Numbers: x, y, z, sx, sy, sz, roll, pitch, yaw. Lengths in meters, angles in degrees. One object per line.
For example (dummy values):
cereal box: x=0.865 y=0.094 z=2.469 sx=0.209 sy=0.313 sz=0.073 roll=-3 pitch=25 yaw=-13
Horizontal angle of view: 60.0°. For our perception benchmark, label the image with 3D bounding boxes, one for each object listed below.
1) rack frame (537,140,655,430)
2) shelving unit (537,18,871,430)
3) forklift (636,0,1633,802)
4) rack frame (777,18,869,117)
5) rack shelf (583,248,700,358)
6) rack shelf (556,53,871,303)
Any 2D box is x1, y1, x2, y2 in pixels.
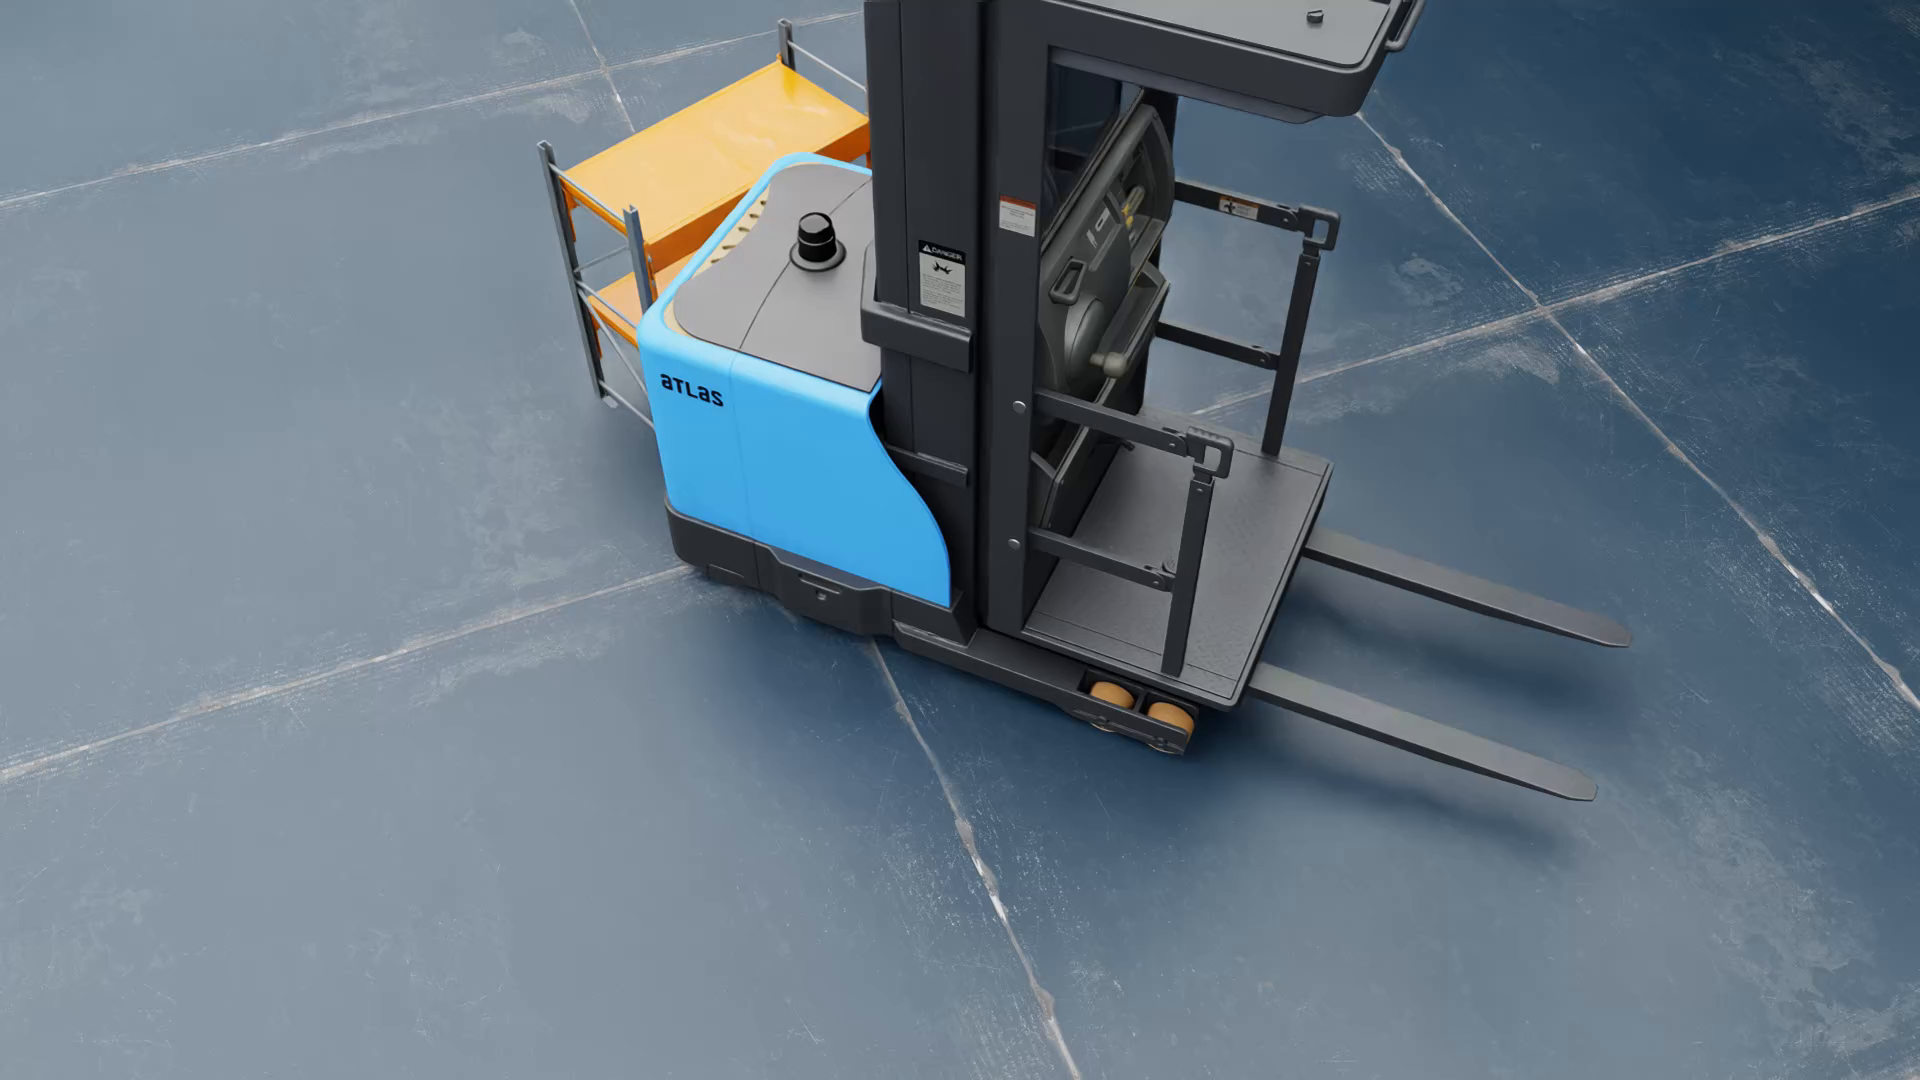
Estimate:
rack frame: x=-1.182 y=-0.784 z=5.682 sx=0.032 sy=1.125 sz=0.500 roll=-37 pitch=58 yaw=-27
shelving unit: x=-0.818 y=-1.054 z=5.914 sx=1.048 sy=1.125 sz=0.538 roll=-37 pitch=58 yaw=-27
forklift: x=0.588 y=-0.755 z=4.467 sx=3.031 sy=2.935 sz=1.130 roll=19 pitch=52 yaw=15
rack frame: x=-0.455 y=-1.324 z=6.145 sx=0.032 sy=1.125 sz=0.500 roll=-37 pitch=58 yaw=-27
rack shelf: x=-0.818 y=-0.895 z=6.099 sx=1.000 sy=0.278 sz=0.538 roll=-37 pitch=58 yaw=-27
rack shelf: x=-0.818 y=-1.245 z=5.692 sx=1.000 sy=0.278 sz=0.538 roll=-37 pitch=58 yaw=-27
